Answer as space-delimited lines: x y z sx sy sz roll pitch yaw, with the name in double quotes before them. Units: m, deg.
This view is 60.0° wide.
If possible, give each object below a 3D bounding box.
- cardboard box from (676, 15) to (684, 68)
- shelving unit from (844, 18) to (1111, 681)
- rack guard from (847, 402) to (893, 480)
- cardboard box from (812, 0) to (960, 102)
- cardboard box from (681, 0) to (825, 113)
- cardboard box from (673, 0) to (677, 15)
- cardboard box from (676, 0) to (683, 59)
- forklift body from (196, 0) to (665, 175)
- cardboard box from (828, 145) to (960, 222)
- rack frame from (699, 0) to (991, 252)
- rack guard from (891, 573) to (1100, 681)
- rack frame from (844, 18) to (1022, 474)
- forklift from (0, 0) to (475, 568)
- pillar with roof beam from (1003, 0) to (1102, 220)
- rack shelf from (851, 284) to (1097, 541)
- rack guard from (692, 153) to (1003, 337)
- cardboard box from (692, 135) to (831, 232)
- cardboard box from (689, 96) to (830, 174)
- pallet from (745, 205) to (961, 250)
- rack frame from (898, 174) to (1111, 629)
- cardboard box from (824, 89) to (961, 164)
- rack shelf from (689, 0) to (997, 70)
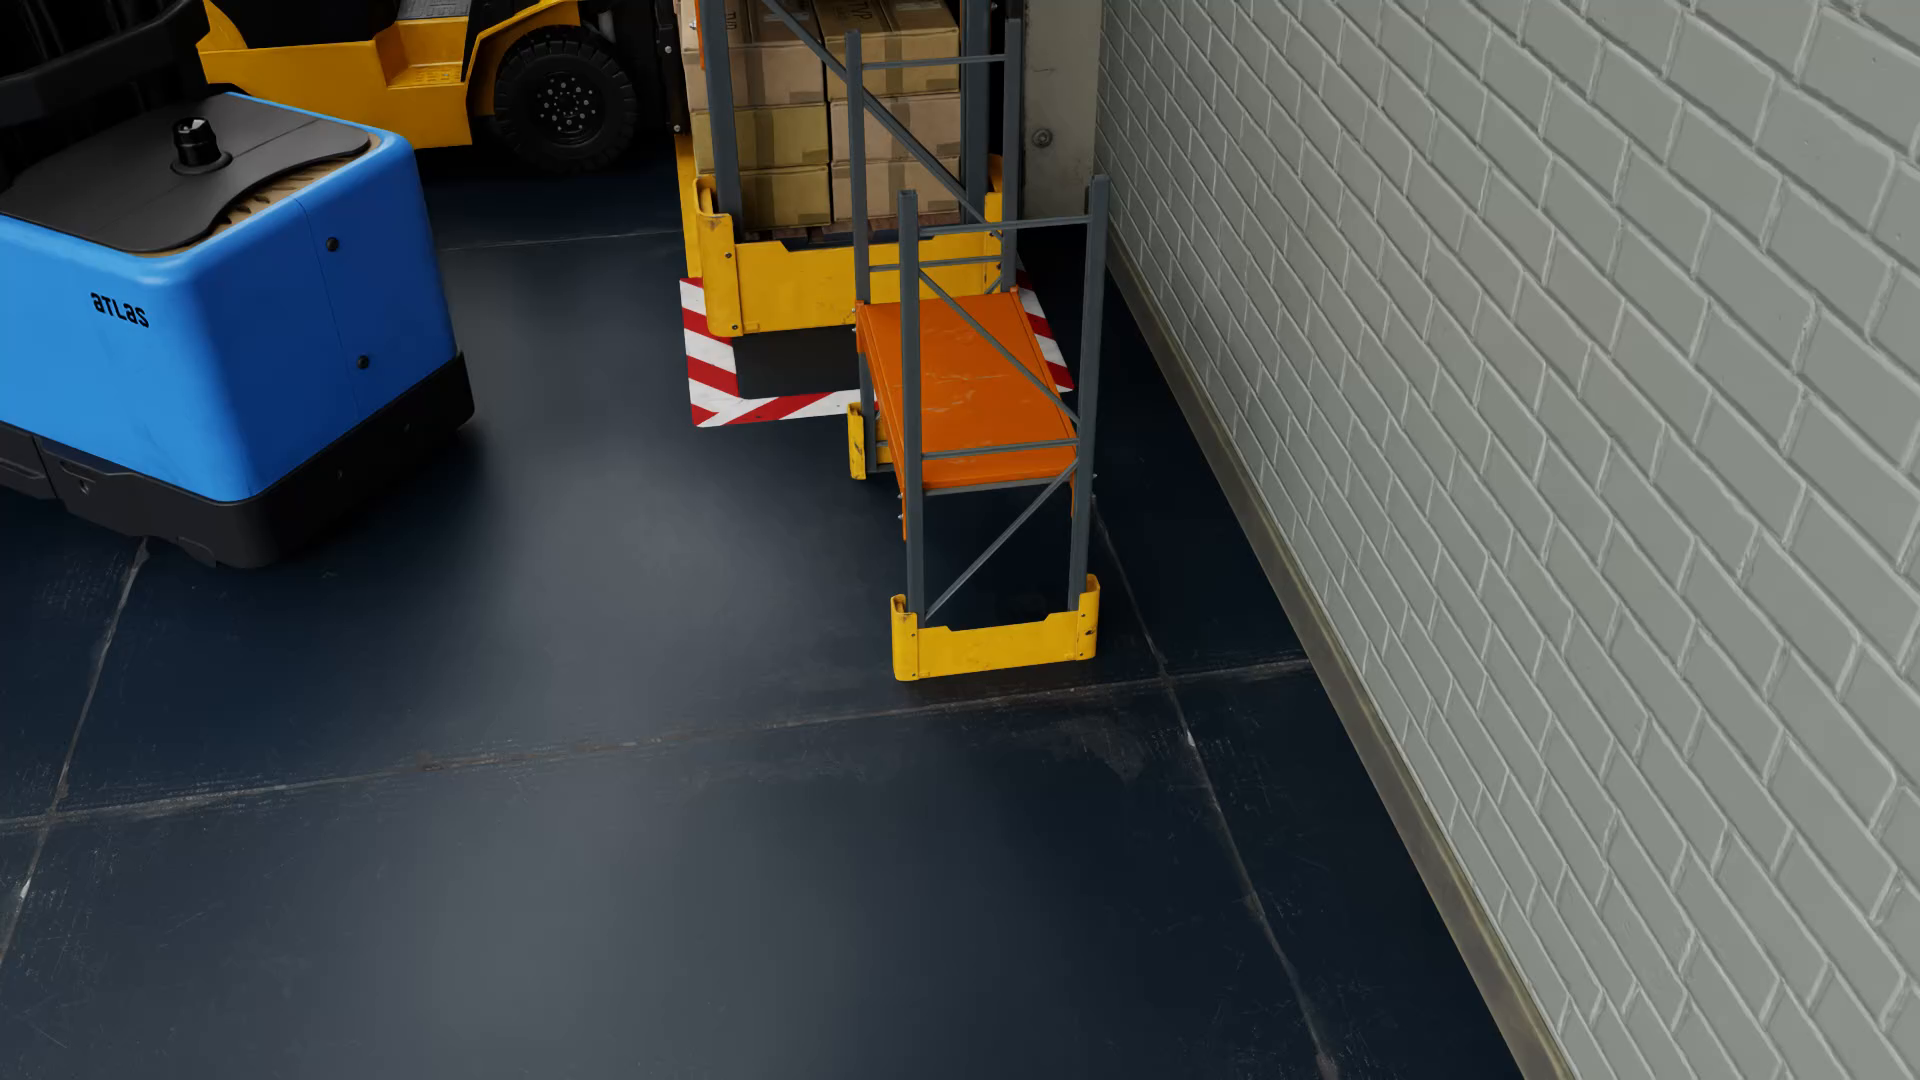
"cardboard box" -0.977 -2.270 7.219 0.500 0.250 0.500 -7 38 -9
"shelving unit" 0.013 -0.546 4.731 0.587 1.500 1.083 -6 38 -8
"rack guard" -0.074 -0.353 5.501 0.587 0.250 0.087 -6 38 -8
"cardboard box" -0.293 -1.904 6.340 0.500 0.250 0.500 -7 38 -9
"cardboard box" -0.783 -1.838 6.255 0.500 0.250 0.500 -5 38 -6
"cardboard box" -0.977 -2.450 7.042 0.500 0.250 0.500 -6 38 -7
"cardboard box" -0.878 -2.146 6.651 0.500 0.250 0.500 -6 38 -7
"forklift body" -2.524 -2.733 7.014 2.313 2.155 1.214 -6 38 -8
"cardboard box" -0.289 -1.516 6.656 0.500 0.250 0.500 -6 38 -8
"rack frame" -0.395 -2.119 5.532 1.000 3.000 0.127 -6 38 -8
"rack guard" 0.101 0.248 4.727 0.587 0.250 0.087 -6 38 -8
"rack frame" -0.074 -0.848 5.119 0.500 1.500 0.032 -6 38 -8
"forklift" -3.212 -1.703 5.053 3.031 2.935 1.130 18 41 21
"pillar with roof beam" -3.868 -4.542 3.762 9.100 9.000 0.400 -6 38 -8
"rack shelf" 0.015 -0.399 4.834 0.538 0.185 1.000 -6 38 -8
"rack guard" -0.391 -1.117 6.280 1.175 0.500 0.348 -6 38 -8
"cardboard box" -0.789 -1.449 6.568 0.500 0.250 0.500 -6 38 -8
"cardboard box" -0.788 -1.657 6.429 0.500 0.250 0.500 -7 38 -9
"pallet" -0.571 -1.475 6.976 1.003 0.211 1.213 -6 38 -8
"rack frame" 0.104 -0.234 4.328 0.500 1.500 0.032 -6 38 -8
"cardboard box" -0.273 -1.702 6.488 0.500 0.250 0.500 -6 38 -7
"rack shelf" -0.746 -3.043 7.308 1.077 0.370 4.000 -6 38 -8
